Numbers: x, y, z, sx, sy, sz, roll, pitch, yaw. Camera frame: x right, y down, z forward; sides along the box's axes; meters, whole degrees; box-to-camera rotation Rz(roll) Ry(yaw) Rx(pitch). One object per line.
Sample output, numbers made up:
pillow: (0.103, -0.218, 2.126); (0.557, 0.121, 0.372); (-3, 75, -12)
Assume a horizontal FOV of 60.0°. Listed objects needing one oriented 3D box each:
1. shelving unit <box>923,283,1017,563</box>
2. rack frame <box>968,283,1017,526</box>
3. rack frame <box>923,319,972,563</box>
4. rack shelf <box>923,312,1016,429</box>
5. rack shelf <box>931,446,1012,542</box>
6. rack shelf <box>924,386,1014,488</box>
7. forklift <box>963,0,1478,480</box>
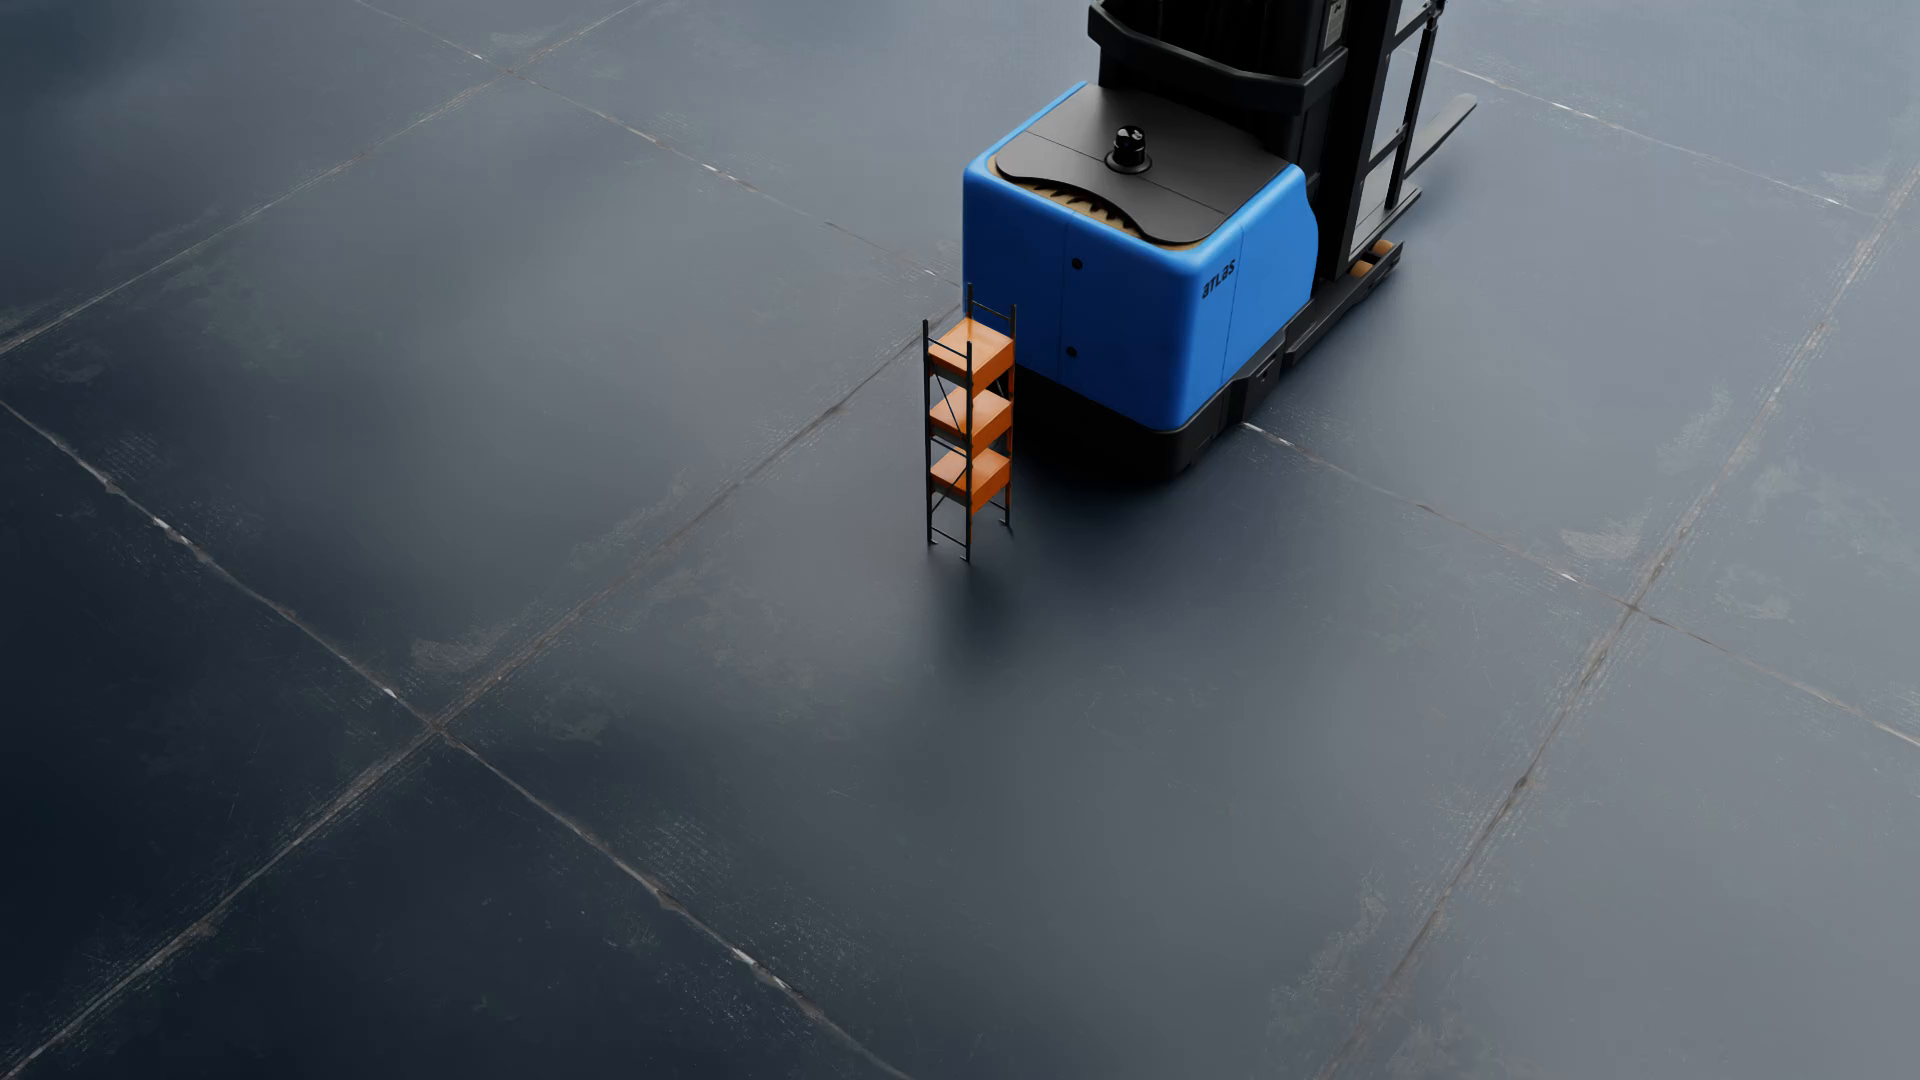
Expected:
shelving unit: (0.033, -0.393, 5.900); (0.215, 1.050, 0.252); (29, 53, 25)
rack frame: (0.107, -0.463, 5.966); (0.200, 1.050, 0.008); (29, 53, 25)
rack frame: (-0.042, -0.323, 5.833); (0.200, 1.050, 0.008); (29, 53, 25)
rack shelf: (0.033, -0.582, 5.702); (0.215, 0.259, 0.240); (29, 53, 25)
rack shelf: (0.033, -0.194, 6.108); (0.215, 0.259, 0.240); (29, 53, 25)
rack shelf: (0.033, -0.386, 5.907); (0.215, 0.259, 0.240); (29, 53, 25)
forklift: (1.292, -2.260, 6.382); (1.130, 2.935, 3.031); (29, 53, 25)
